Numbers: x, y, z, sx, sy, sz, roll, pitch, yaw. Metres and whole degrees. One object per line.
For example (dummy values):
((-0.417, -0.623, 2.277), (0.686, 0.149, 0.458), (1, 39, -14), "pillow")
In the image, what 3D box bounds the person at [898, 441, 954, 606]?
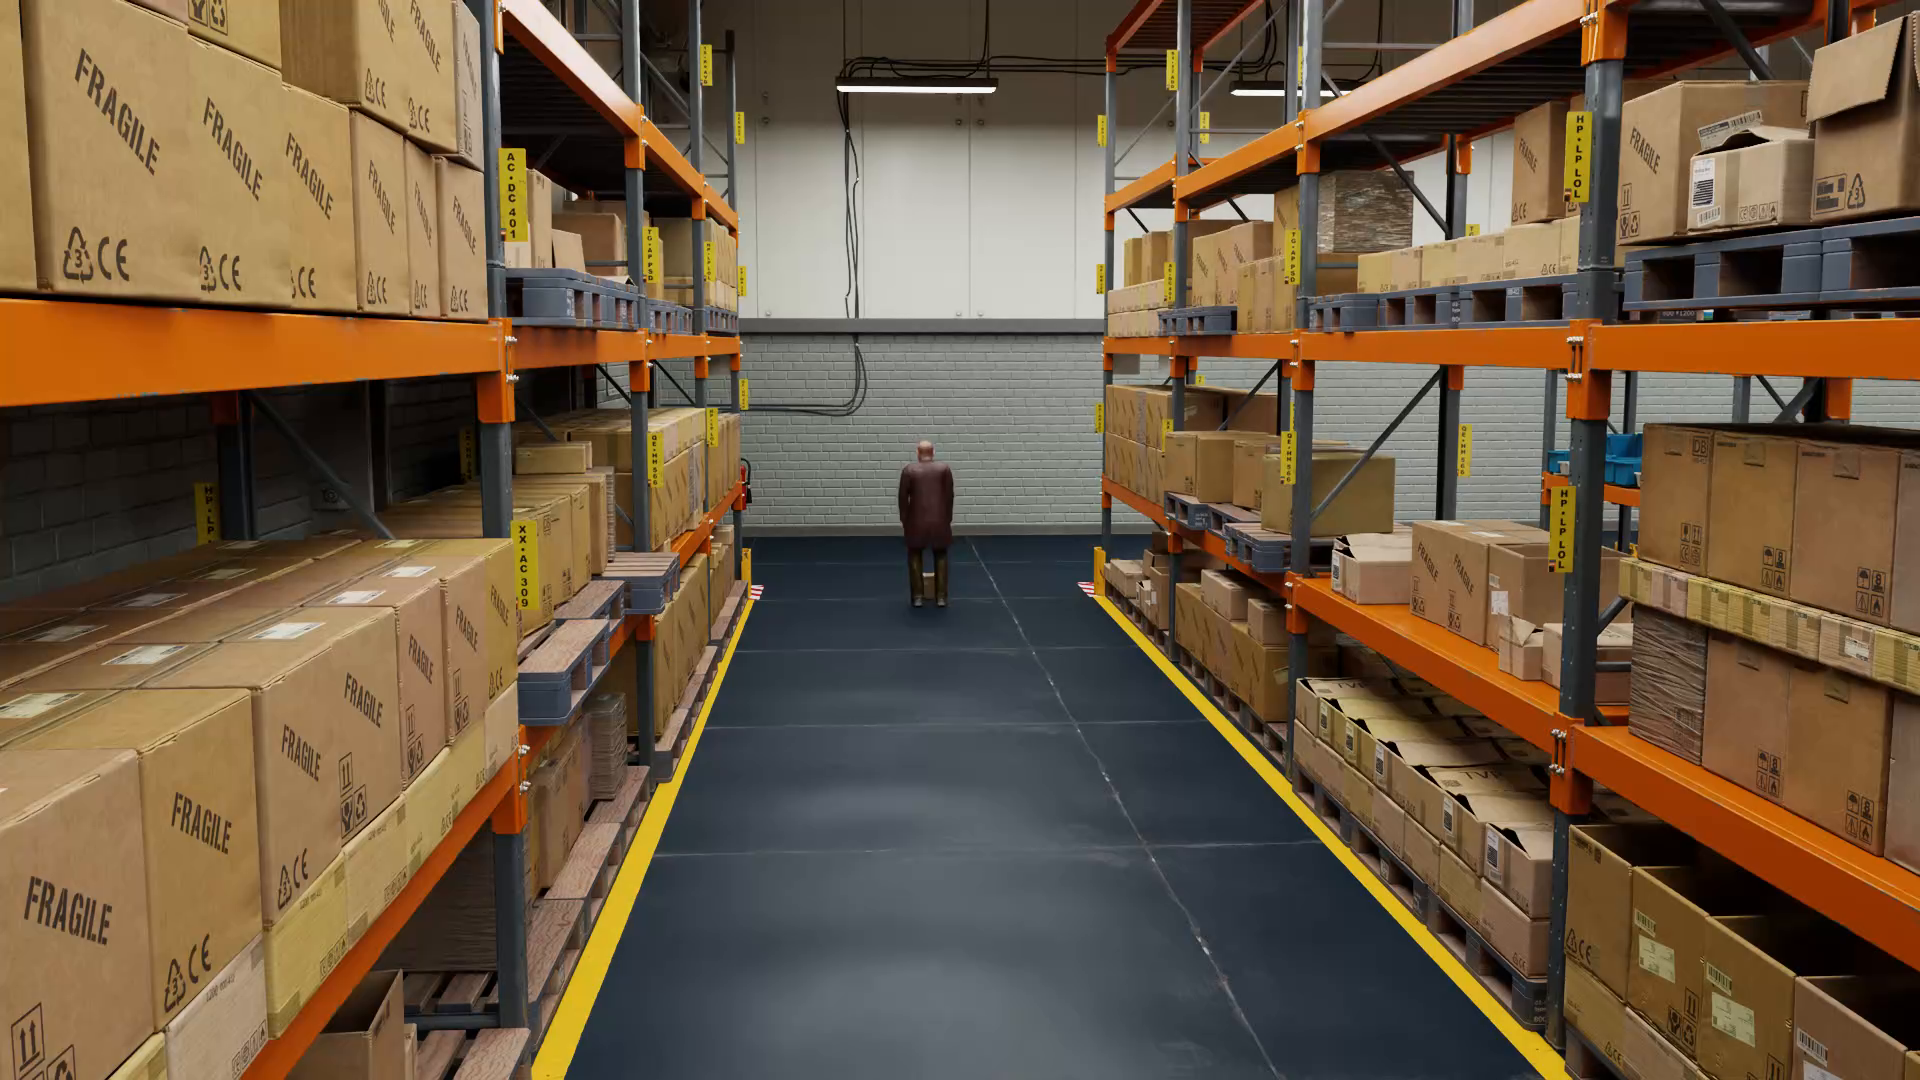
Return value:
((-0.356, -0.168, 17.479), (0.587, 1.731, 0.416), (0, 7, -2), "person")
